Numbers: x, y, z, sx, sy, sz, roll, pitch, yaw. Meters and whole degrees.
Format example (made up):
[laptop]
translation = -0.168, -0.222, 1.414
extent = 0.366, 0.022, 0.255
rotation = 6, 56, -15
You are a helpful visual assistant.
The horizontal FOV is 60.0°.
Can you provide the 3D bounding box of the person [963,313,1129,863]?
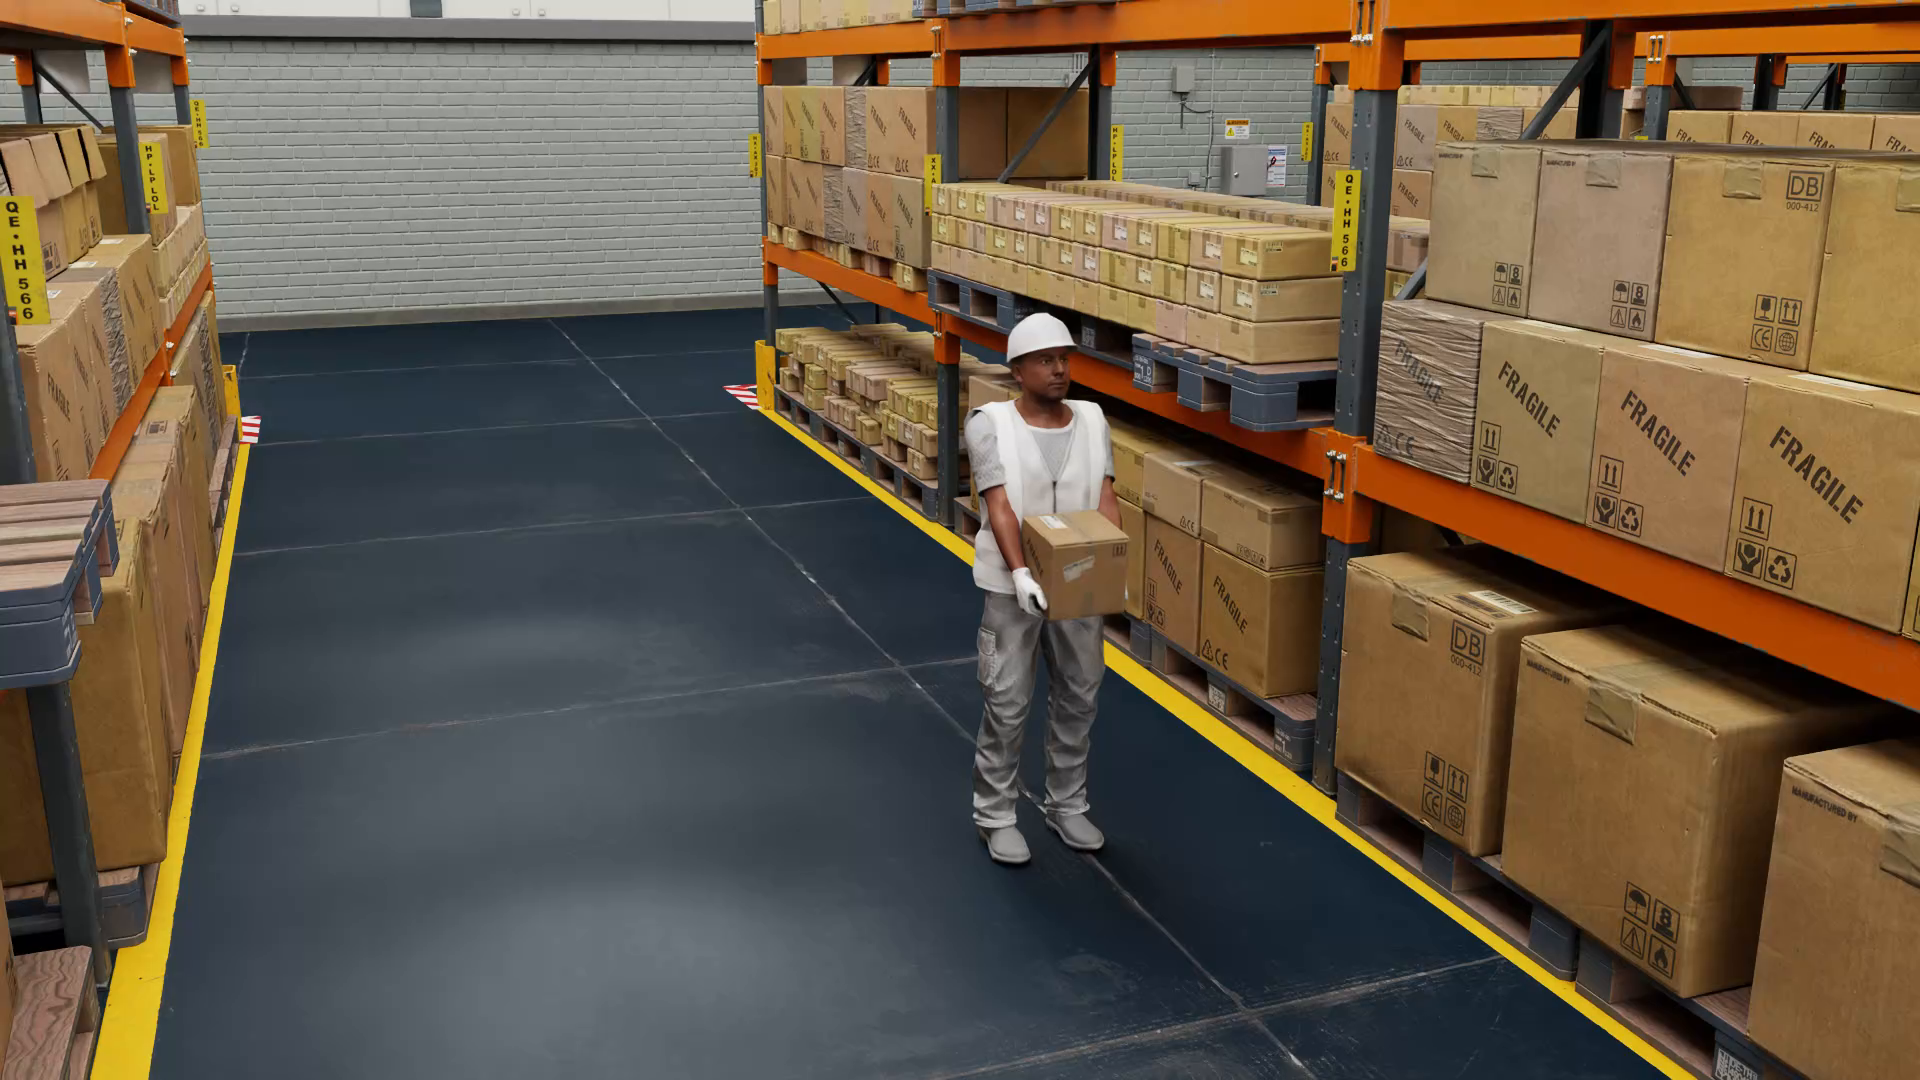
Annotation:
[person]
translation = 0.300, 0.181, 5.342
extent = 0.487, 1.778, 0.575
rotation = -6, 16, -19
